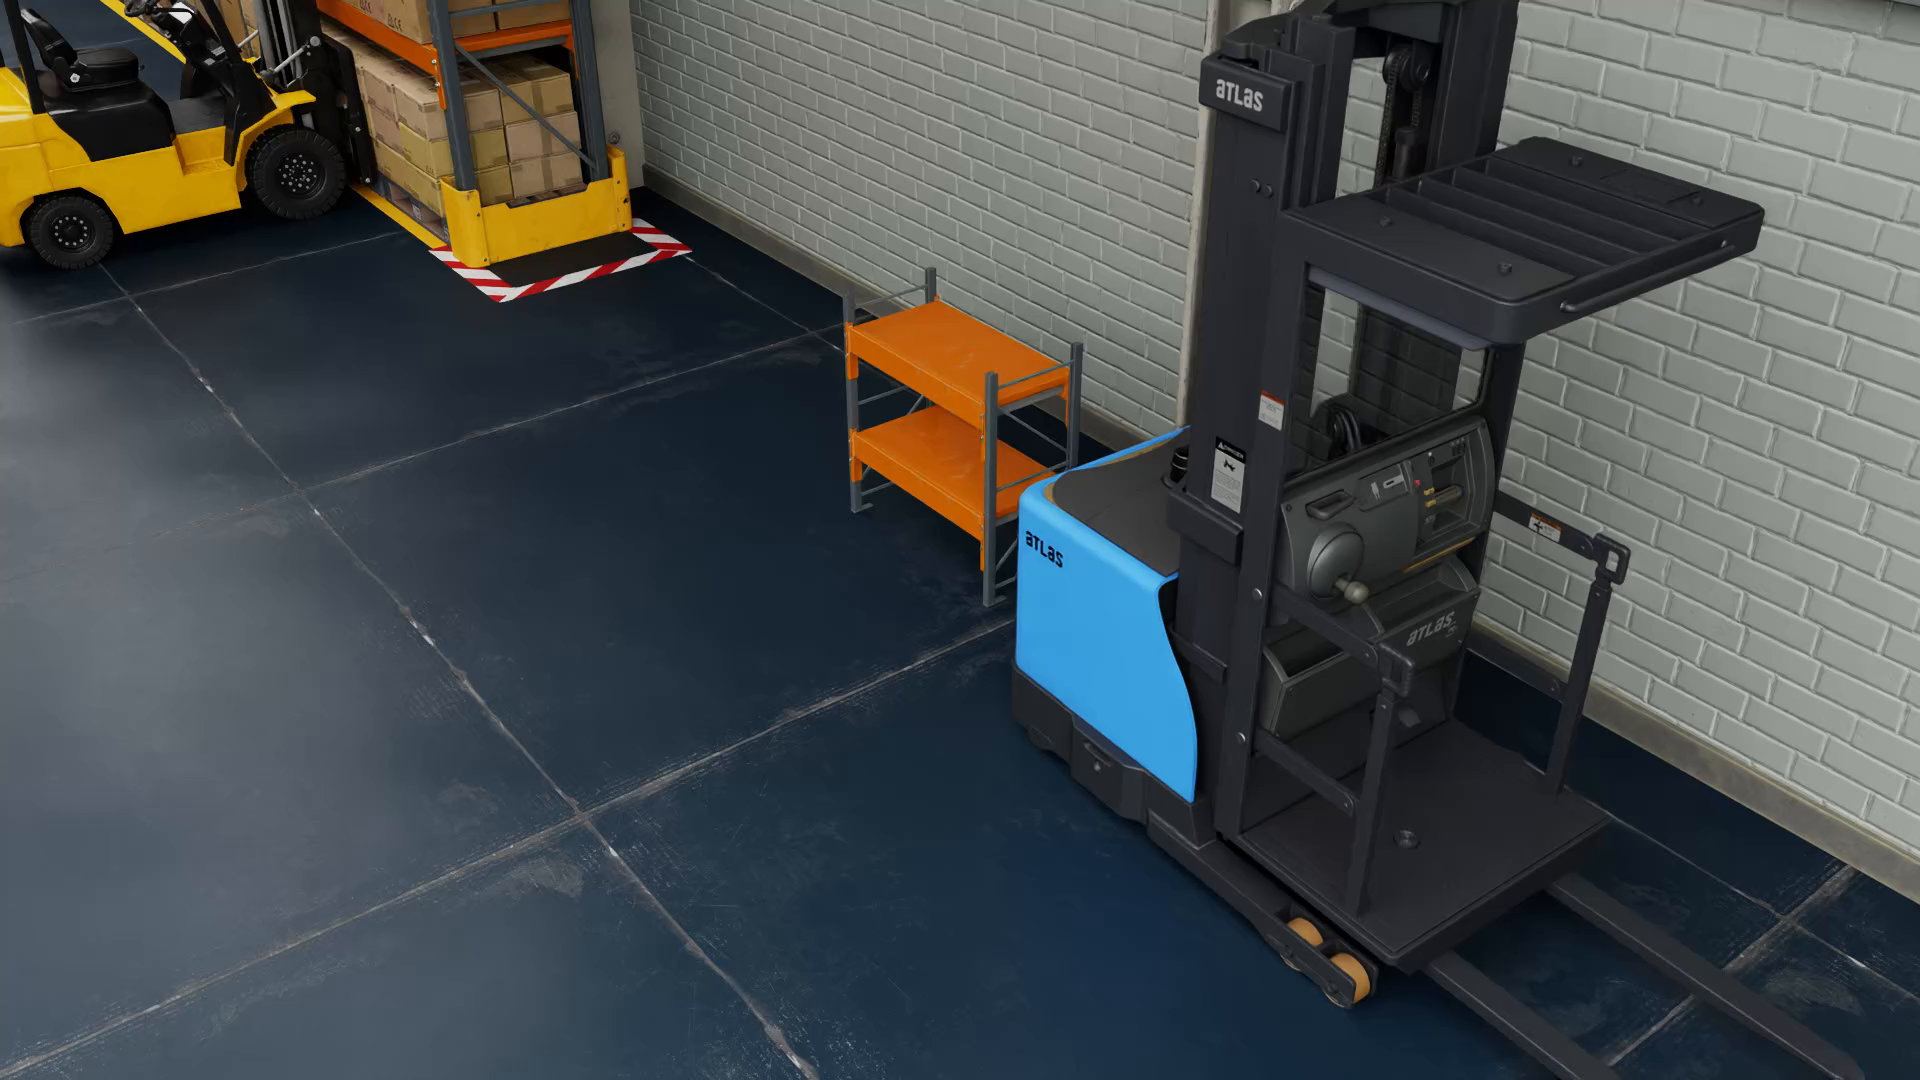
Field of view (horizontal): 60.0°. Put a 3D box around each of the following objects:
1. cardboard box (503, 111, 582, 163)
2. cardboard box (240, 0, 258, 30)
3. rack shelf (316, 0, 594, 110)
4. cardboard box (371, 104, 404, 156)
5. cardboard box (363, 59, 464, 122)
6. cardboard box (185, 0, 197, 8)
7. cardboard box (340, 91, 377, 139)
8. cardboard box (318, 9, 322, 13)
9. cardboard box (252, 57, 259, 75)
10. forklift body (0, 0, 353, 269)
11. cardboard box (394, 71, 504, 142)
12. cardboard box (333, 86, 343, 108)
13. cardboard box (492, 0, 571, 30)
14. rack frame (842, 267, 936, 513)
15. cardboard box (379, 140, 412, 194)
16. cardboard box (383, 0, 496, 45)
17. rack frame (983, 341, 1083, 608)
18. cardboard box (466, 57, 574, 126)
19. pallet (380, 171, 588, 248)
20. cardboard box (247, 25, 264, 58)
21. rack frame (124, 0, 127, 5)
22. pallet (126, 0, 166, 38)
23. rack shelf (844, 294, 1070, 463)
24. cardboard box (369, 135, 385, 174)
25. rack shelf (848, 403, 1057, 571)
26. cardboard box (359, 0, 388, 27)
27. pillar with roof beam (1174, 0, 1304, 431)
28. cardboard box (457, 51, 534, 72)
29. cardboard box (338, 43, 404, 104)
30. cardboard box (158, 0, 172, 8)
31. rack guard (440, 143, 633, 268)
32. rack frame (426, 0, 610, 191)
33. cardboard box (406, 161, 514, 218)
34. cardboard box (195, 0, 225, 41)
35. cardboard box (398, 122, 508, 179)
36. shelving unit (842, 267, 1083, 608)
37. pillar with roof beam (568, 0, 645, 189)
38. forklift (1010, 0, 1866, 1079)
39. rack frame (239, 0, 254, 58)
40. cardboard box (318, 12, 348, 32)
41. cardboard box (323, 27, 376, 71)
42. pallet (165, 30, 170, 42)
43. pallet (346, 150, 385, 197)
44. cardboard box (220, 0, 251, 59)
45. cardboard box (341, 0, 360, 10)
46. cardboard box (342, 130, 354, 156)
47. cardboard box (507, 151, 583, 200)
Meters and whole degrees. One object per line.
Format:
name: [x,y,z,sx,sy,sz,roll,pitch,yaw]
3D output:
cardboard box: [-2.866,-2.738,11.050,0.500,0.250,0.500,-21,38,-31]
cardboard box: [-5.146,-4.051,12.690,0.500,0.250,0.500,-23,39,-32]
rack shelf: [-3.968,-3.780,11.675,1.077,0.370,4.000,-22,38,-31]
cardboard box: [-3.586,-2.789,11.132,0.500,0.250,0.500,-23,38,-32]
cardboard box: [-3.588,-2.989,10.981,0.500,0.250,0.500,-22,38,-31]
cardboard box: [-6.456,-4.941,14.716,0.875,0.625,0.625,-24,39,-33]
cardboard box: [-3.919,-2.998,11.468,0.500,0.250,0.500,-23,39,-32]
cardboard box: [-4.840,-3.835,12.342,0.500,0.250,0.500,-22,38,-31]
cardboard box: [-5.159,-3.621,12.945,0.500,0.250,0.500,-22,38,-31]
forklift body: [-5.345,-3.092,10.690,2.313,2.155,1.214,-22,38,-31]
cardboard box: [-3.270,-2.778,10.641,0.500,0.250,0.500,-21,37,-30]
cardboard box: [-4.223,-3.207,11.805,0.500,0.250,0.500,-22,38,-32]
cardboard box: [-2.826,-3.591,10.594,0.500,0.500,0.500,-21,37,-30]
rack frame: [-0.316,-0.693,7.799,0.500,1.125,0.032,-22,38,-31]
cardboard box: [-3.577,-2.567,11.248,0.500,0.250,0.500,-22,38,-31]
cardboard box: [-3.251,-3.415,10.311,0.500,0.500,0.500,-23,39,-32]
rack frame: [0.308,-0.269,7.117,0.500,1.125,0.032,-22,38,-31]
cardboard box: [-2.887,-2.949,10.916,0.500,0.250,0.500,-23,39,-32]
pallet: [-3.244,-2.373,11.371,1.003,0.211,1.213,-22,38,-31]
cardboard box: [-5.142,-3.841,12.825,0.500,0.250,0.500,-22,38,-32]
rack frame: [-7.647,-6.586,15.512,1.000,3.000,0.127,-22,38,-31]
pallet: [-7.173,-5.046,15.675,1.003,0.211,1.213,-22,38,-31]
rack shelf: [-0.004,-0.729,7.303,0.538,0.278,1.000,-22,38,-31]
cardboard box: [-3.876,-2.778,11.588,0.500,0.250,0.500,-22,38,-31]
rack shelf: [-0.004,-0.273,7.587,0.538,0.278,1.000,-22,38,-31]
cardboard box: [-3.562,-3.634,10.664,0.500,0.500,0.500,-21,38,-30]
pillar with roof beam: [-2.178,-2.489,3.229,9.100,9.000,0.400,-22,38,-31]
cardboard box: [-3.196,-3.156,11.249,0.500,0.250,0.500,-22,38,-31]
cardboard box: [-3.905,-3.196,11.314,0.500,0.250,0.500,-22,38,-31]
cardboard box: [-6.869,-5.222,15.167,0.875,0.625,0.625,-21,37,-30]
rack guard: [-2.727,-2.180,10.787,1.175,0.500,0.348,-22,38,-31]
rack frame: [-2.742,-3.252,10.144,1.000,3.000,0.127,-22,38,-31]
cardboard box: [-3.279,-2.356,10.909,0.500,0.250,0.500,-22,38,-31]
cardboard box: [-5.993,-4.629,14.212,0.875,0.625,0.625,-23,38,-32]
cardboard box: [-3.287,-2.577,10.790,0.500,0.250,0.500,-23,38,-32]
shelving unit: [-0.004,-0.481,7.458,0.538,1.125,1.048,-22,38,-31]
pillar with roof beam: [-5.857,-4.990,7.255,9.100,9.000,0.400,-22,38,-31]
forklift: [1.470,-0.043,5.041,1.130,2.935,3.031,-21,38,-30]
rack frame: [-5.194,-4.919,12.828,1.000,3.000,0.127,-22,38,-31]
cardboard box: [-4.526,-3.631,12.014,0.500,0.250,0.500,-21,37,-30]
cardboard box: [-4.210,-3.410,11.658,0.500,0.250,0.500,-23,39,-32]
pallet: [-6.429,-4.538,14.857,1.003,0.211,1.213,-22,38,-31]
pallet: [-3.988,-2.881,12.189,1.003,0.211,1.213,-22,38,-31]
cardboard box: [-5.523,-4.303,13.688,0.875,0.625,0.625,-20,37,-29]
cardboard box: [-3.876,-3.848,11.007,0.500,0.500,0.500,-23,39,-32]
cardboard box: [-4.213,-2.987,11.925,0.500,0.250,0.500,-21,38,-30]
cardboard box: [-2.888,-2.531,11.190,0.500,0.250,0.500,-22,38,-31]
